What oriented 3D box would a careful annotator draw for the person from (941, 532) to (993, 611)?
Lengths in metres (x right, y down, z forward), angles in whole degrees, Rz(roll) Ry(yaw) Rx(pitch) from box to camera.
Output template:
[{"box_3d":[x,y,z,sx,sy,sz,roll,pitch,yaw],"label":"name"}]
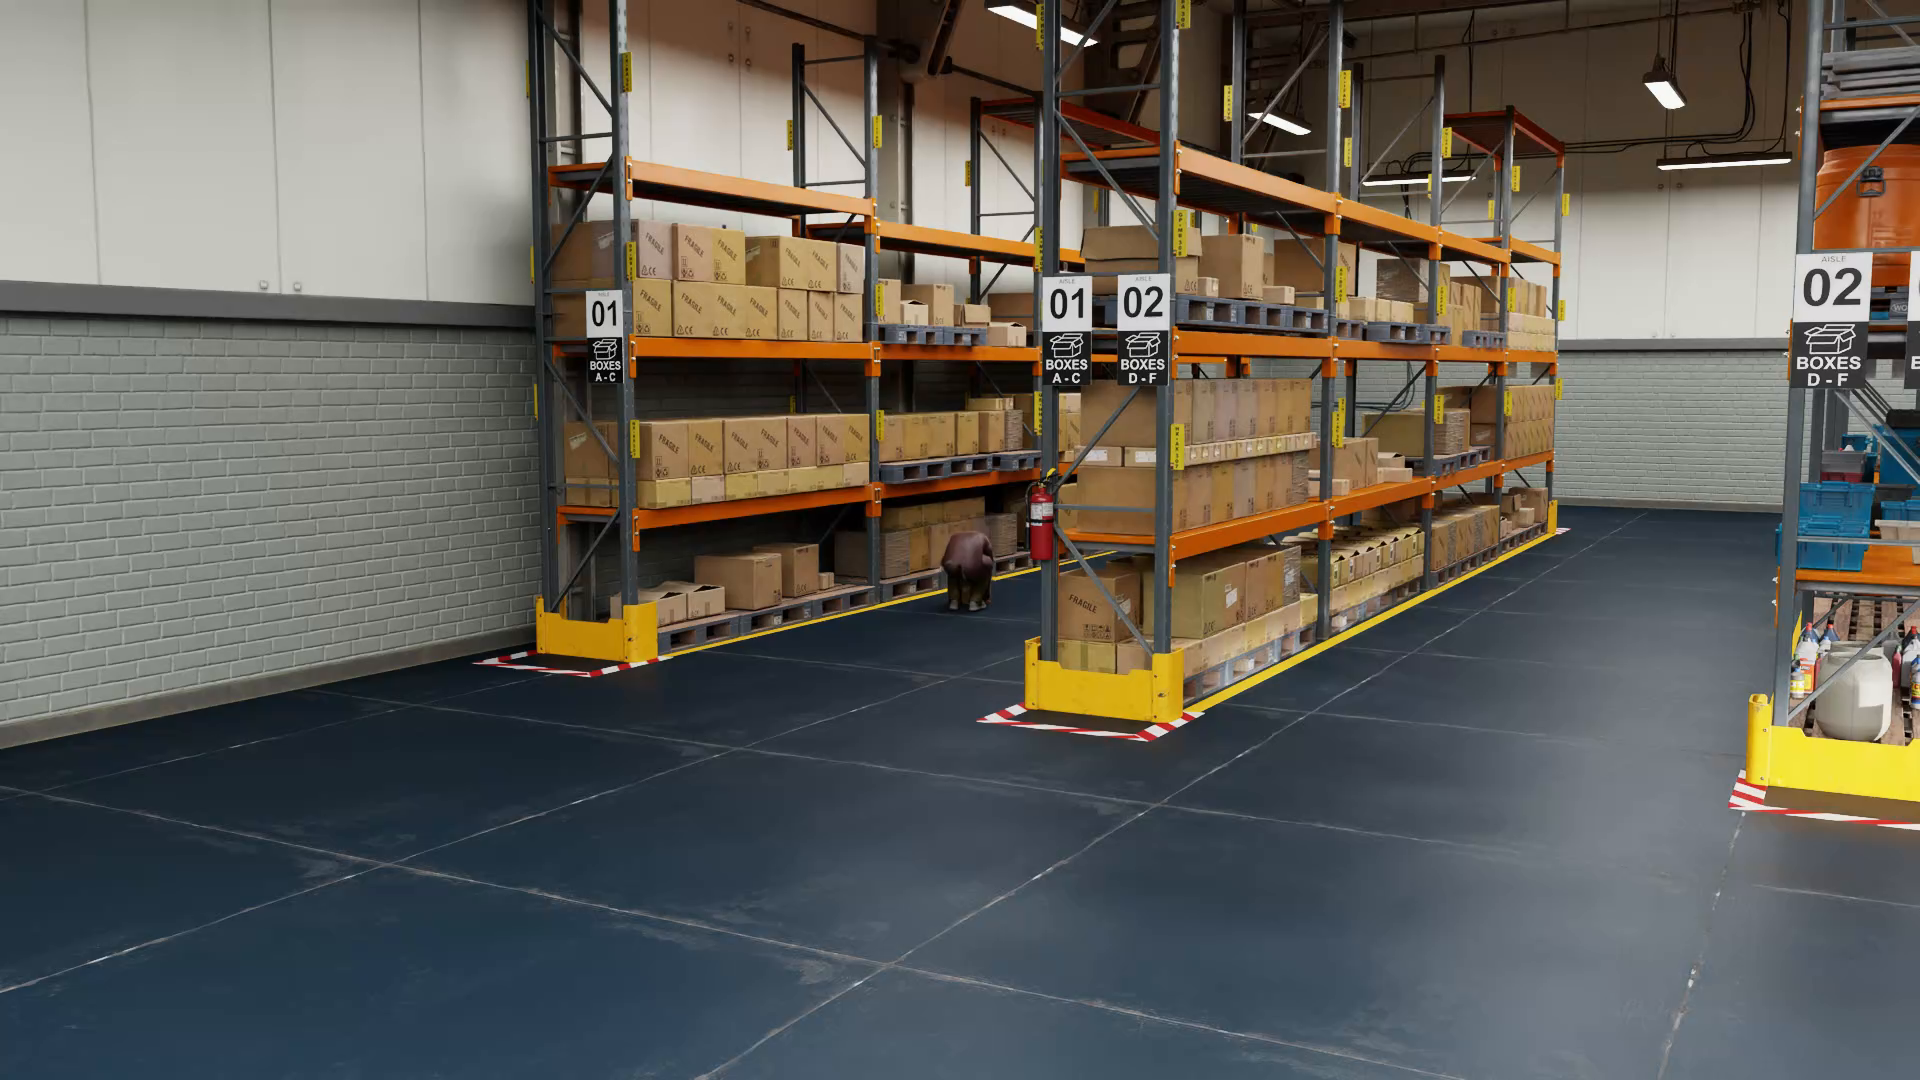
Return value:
[{"box_3d":[0.097,0.333,17.744,0.571,0.815,0.978,1,6,13],"label":"person"}]
